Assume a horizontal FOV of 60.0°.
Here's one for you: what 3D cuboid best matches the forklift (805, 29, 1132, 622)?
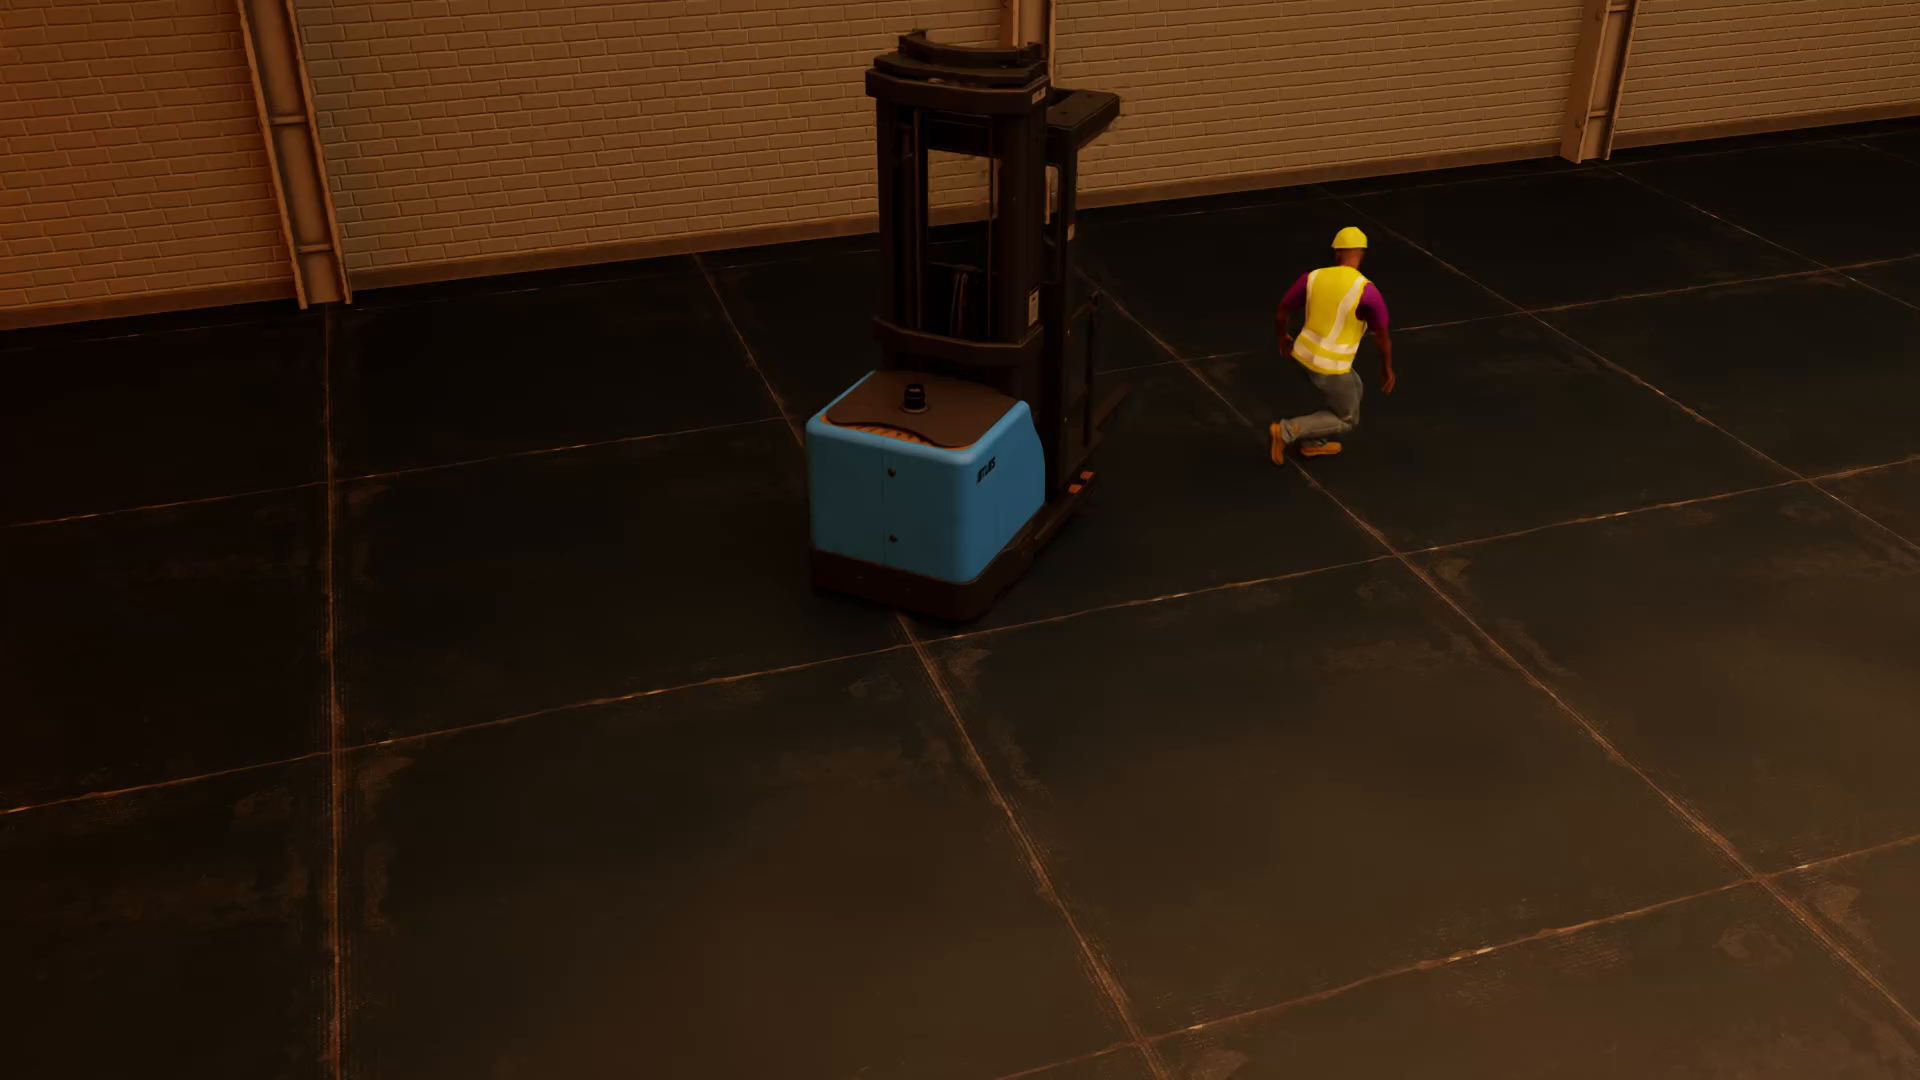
[{"bbox_3d":[0.230,-1.537,9.759,1.130,2.935,3.031,13,32,22],"label":"forklift"}]

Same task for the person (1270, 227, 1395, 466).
[{"bbox_3d":[2.296,-1.215,10.600,0.706,1.543,0.744,-11,32,-18],"label":"person"}]
